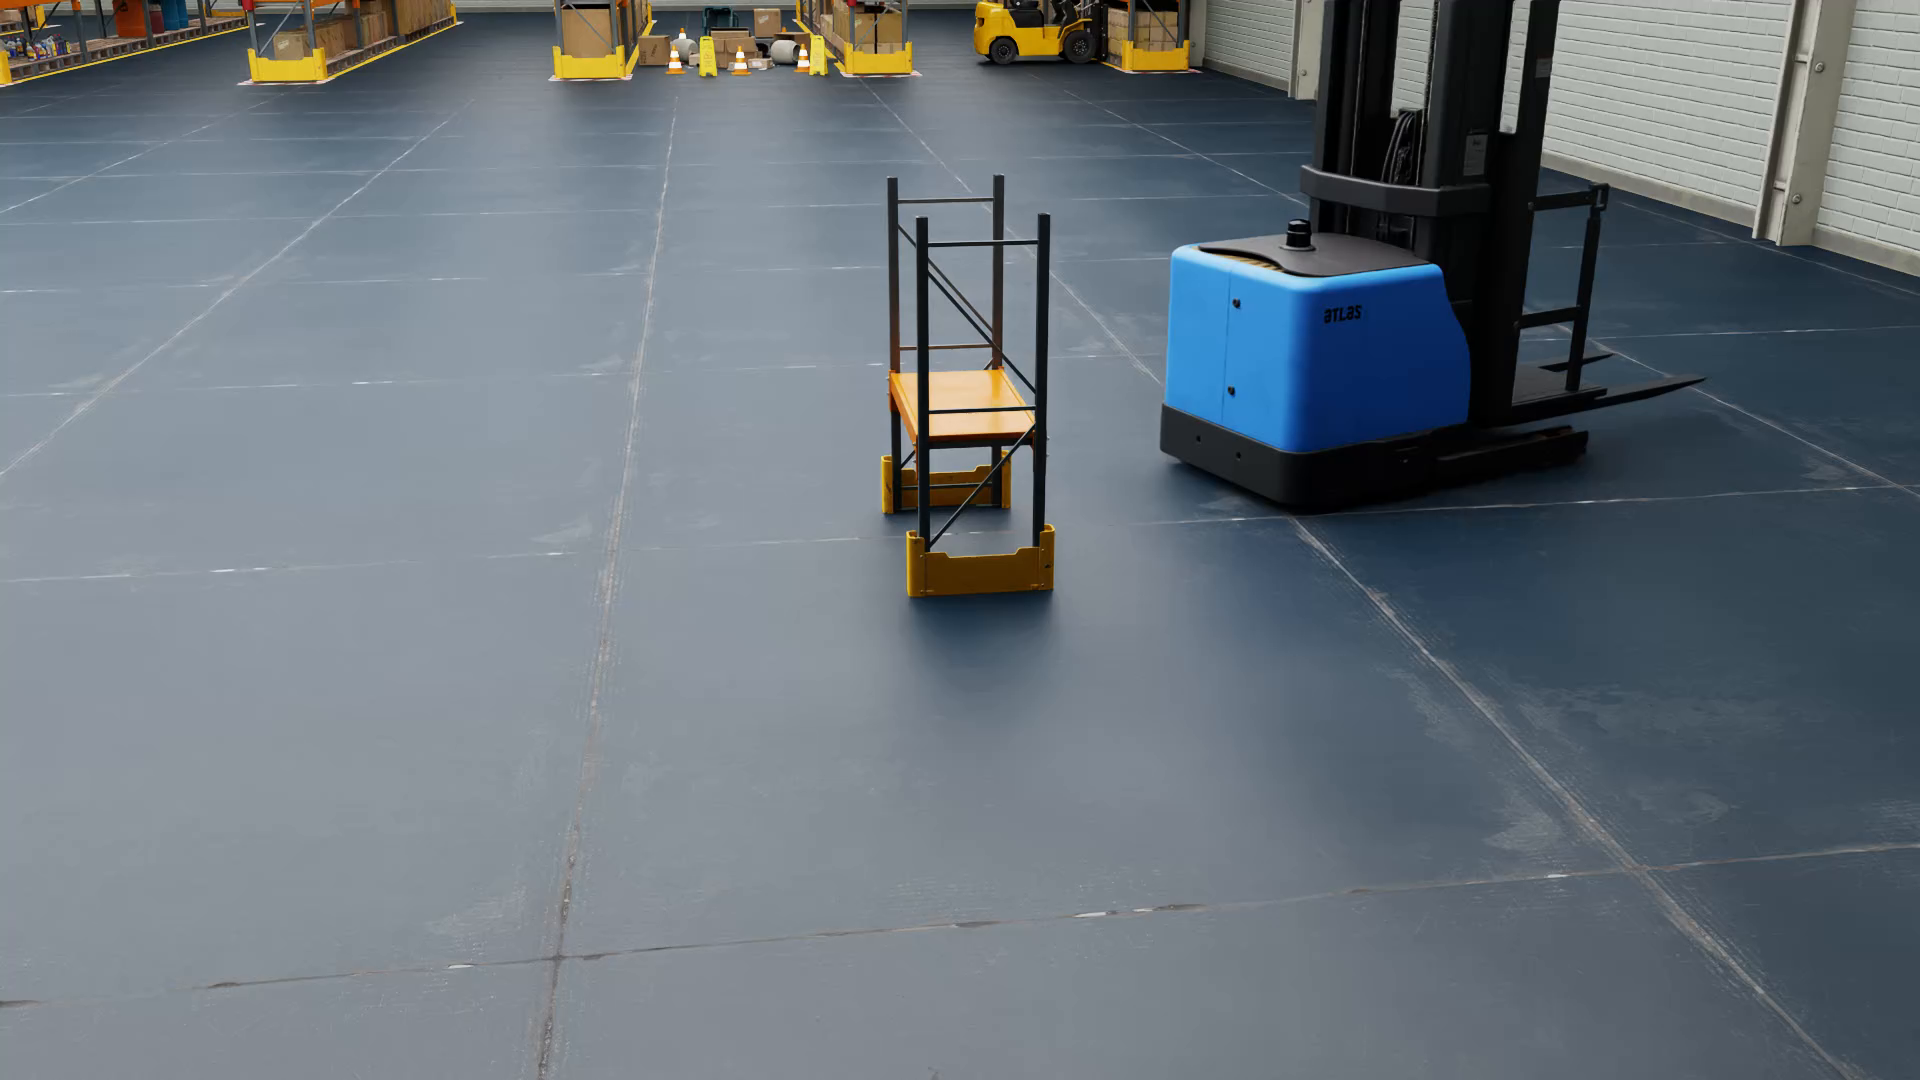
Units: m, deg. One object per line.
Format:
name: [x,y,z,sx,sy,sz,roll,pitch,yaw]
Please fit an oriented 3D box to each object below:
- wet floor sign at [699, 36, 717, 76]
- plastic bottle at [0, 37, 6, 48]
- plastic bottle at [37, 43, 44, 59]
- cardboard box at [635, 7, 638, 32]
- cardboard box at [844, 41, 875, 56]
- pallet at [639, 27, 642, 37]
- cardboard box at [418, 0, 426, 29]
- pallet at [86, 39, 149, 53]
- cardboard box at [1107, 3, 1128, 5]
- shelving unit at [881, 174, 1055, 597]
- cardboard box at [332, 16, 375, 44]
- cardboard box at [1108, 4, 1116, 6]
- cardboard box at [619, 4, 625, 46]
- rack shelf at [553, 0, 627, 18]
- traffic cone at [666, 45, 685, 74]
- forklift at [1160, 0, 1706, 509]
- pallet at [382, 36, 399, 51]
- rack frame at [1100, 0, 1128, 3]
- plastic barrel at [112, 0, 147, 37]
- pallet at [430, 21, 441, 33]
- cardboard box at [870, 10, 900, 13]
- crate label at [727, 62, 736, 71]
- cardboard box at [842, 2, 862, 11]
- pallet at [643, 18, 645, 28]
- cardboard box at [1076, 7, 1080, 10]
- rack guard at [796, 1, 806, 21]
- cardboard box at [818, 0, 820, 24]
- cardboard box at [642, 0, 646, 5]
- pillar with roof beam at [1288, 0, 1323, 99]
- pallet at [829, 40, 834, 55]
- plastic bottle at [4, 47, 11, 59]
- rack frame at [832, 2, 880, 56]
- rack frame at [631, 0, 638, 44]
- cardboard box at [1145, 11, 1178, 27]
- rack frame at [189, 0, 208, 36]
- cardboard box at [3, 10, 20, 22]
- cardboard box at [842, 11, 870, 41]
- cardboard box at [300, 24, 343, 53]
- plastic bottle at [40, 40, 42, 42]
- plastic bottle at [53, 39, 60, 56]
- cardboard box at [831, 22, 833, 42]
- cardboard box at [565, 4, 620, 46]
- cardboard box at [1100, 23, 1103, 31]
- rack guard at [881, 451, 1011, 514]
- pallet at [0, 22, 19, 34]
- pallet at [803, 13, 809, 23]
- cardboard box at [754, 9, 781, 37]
wet floor sign: [-4.338,-8.303,28.525,0.267,0.644,0.232,-7,21,-17]
plastic bottle: [-16.908,-8.688,29.348,0.144,0.351,0.185,-3,21,-8]
plastic bottle: [-16.142,-8.576,29.161,0.097,0.271,0.097,0,20,0]
cardboard box: [-7.304,-11.369,36.342,0.500,0.500,0.500,-4,21,-10]
cardboard box: [-1.804,-8.784,29.777,0.500,0.250,0.500,-3,21,-8]
pallet: [-7.738,-11.472,37.629,1.003,0.211,1.213,-3,21,-8]
cardboard box: [-12.712,-11.927,37.300,1.225,0.875,0.875,-4,21,-10]
pallet: [-17.205,-10.044,33.808,1.003,0.211,1.213,-3,21,-8]
cardboard box: [3.180,-10.454,32.819,0.500,0.250,0.500,-3,21,-7]
shelving unit: [0.011,-0.676,6.883,0.587,1.500,1.083,-3,21,-8]
cardboard box: [-11.999,-10.094,32.900,0.700,0.500,0.500,-5,21,-12]
cardboard box: [2.740,-10.253,32.283,0.500,0.250,0.500,-3,21,-8]
cardboard box: [-7.056,-10.054,32.464,1.050,0.750,0.750,-3,21,-8]
rack shelf: [-6.589,-9.672,29.852,1.077,0.370,4.000,-3,21,-8]
traffic cone: [-4.973,-8.383,29.000,0.336,0.463,0.334,-3,21,-8]
forklift: [2.522,-1.872,8.039,3.031,2.935,1.130,-11,23,-28]
pallet: [-12.266,-10.294,34.475,1.003,0.211,1.213,-3,21,-8]
rack frame: [2.917,-11.237,33.016,1.000,3.000,0.127,-3,21,-8]
plastic barrel: [-17.366,-10.970,34.801,0.600,0.830,0.708,-3,21,-8]
pallet: [-12.986,-12.217,39.623,1.003,0.211,1.213,-3,21,-8]
cardboard box: [-1.344,-9.343,30.202,0.500,0.500,0.500,-4,21,-10]
crate label: [-3.980,-8.439,29.615,0.250,0.136,0.298,-15,25,-35]
cardboard box: [-1.943,-9.640,30.069,0.380,0.149,0.250,-3,21,-7]
pallet: [-8.342,-12.819,41.235,1.003,0.211,1.213,-3,21,-8]
cardboard box: [2.831,-10.502,33.840,0.875,0.625,0.625,-2,21,-5]
rack guard: [-3.727,-13.978,43.926,1.175,0.500,0.348,-3,21,-8]
cardboard box: [-2.841,-12.434,38.656,0.875,0.875,0.875,-2,21,-6]
cardboard box: [-8.070,-13.469,41.615,0.380,0.149,0.250,-2,21,-6]
pillar with roof beam: [0.890,-10.655,22.882,9.100,9.000,0.400,-3,21,-8]
pallet: [-2.108,-9.949,33.552,1.003,0.211,1.213,-3,21,-8]
plastic bottle: [-16.768,-8.575,29.259,0.097,0.201,0.097,0,20,0]
rack frame: [-1.994,-10.986,32.342,1.000,3.000,0.127,-3,21,-8]
rack frame: [-7.454,-12.086,35.288,1.000,3.000,0.127,-3,21,-8]
cardboard box: [3.612,-9.405,30.012,0.500,0.250,0.500,-3,21,-9]
rack frame: [-17.855,-13.006,37.751,1.000,3.000,0.127,-3,21,-8]
cardboard box: [-22.904,-12.554,39.843,0.500,0.250,0.500,-3,21,-8]
cardboard box: [-1.870,-9.305,30.101,0.500,0.500,0.500,-2,21,-6]
cardboard box: [-11.692,-9.173,30.462,0.500,0.500,0.500,4,21,9]
plastic bottle: [-16.347,-8.769,29.660,0.061,0.283,0.133,-3,21,-8]
plastic bottle: [-16.231,-8.840,29.852,0.061,0.283,0.133,-2,21,-4]
cardboard box: [-2.072,-10.133,33.214,0.950,0.372,0.625,-3,21,-7]
cardboard box: [-6.723,-9.369,30.451,0.875,0.875,0.875,-3,21,-7]
cardboard box: [2.889,-9.673,31.444,0.500,0.250,0.500,-3,21,-8]
rack guard: [-0.061,-0.263,7.563,0.587,0.250,0.087,-3,21,-8]
pallet: [-23.034,-12.112,39.344,1.003,0.211,1.213,-3,21,-8]
pallet: [-3.531,-13.561,43.224,1.003,0.211,1.213,-3,21,-8]
cardboard box: [-3.751,-10.069,32.379,0.500,0.500,0.500,-3,21,-8]
